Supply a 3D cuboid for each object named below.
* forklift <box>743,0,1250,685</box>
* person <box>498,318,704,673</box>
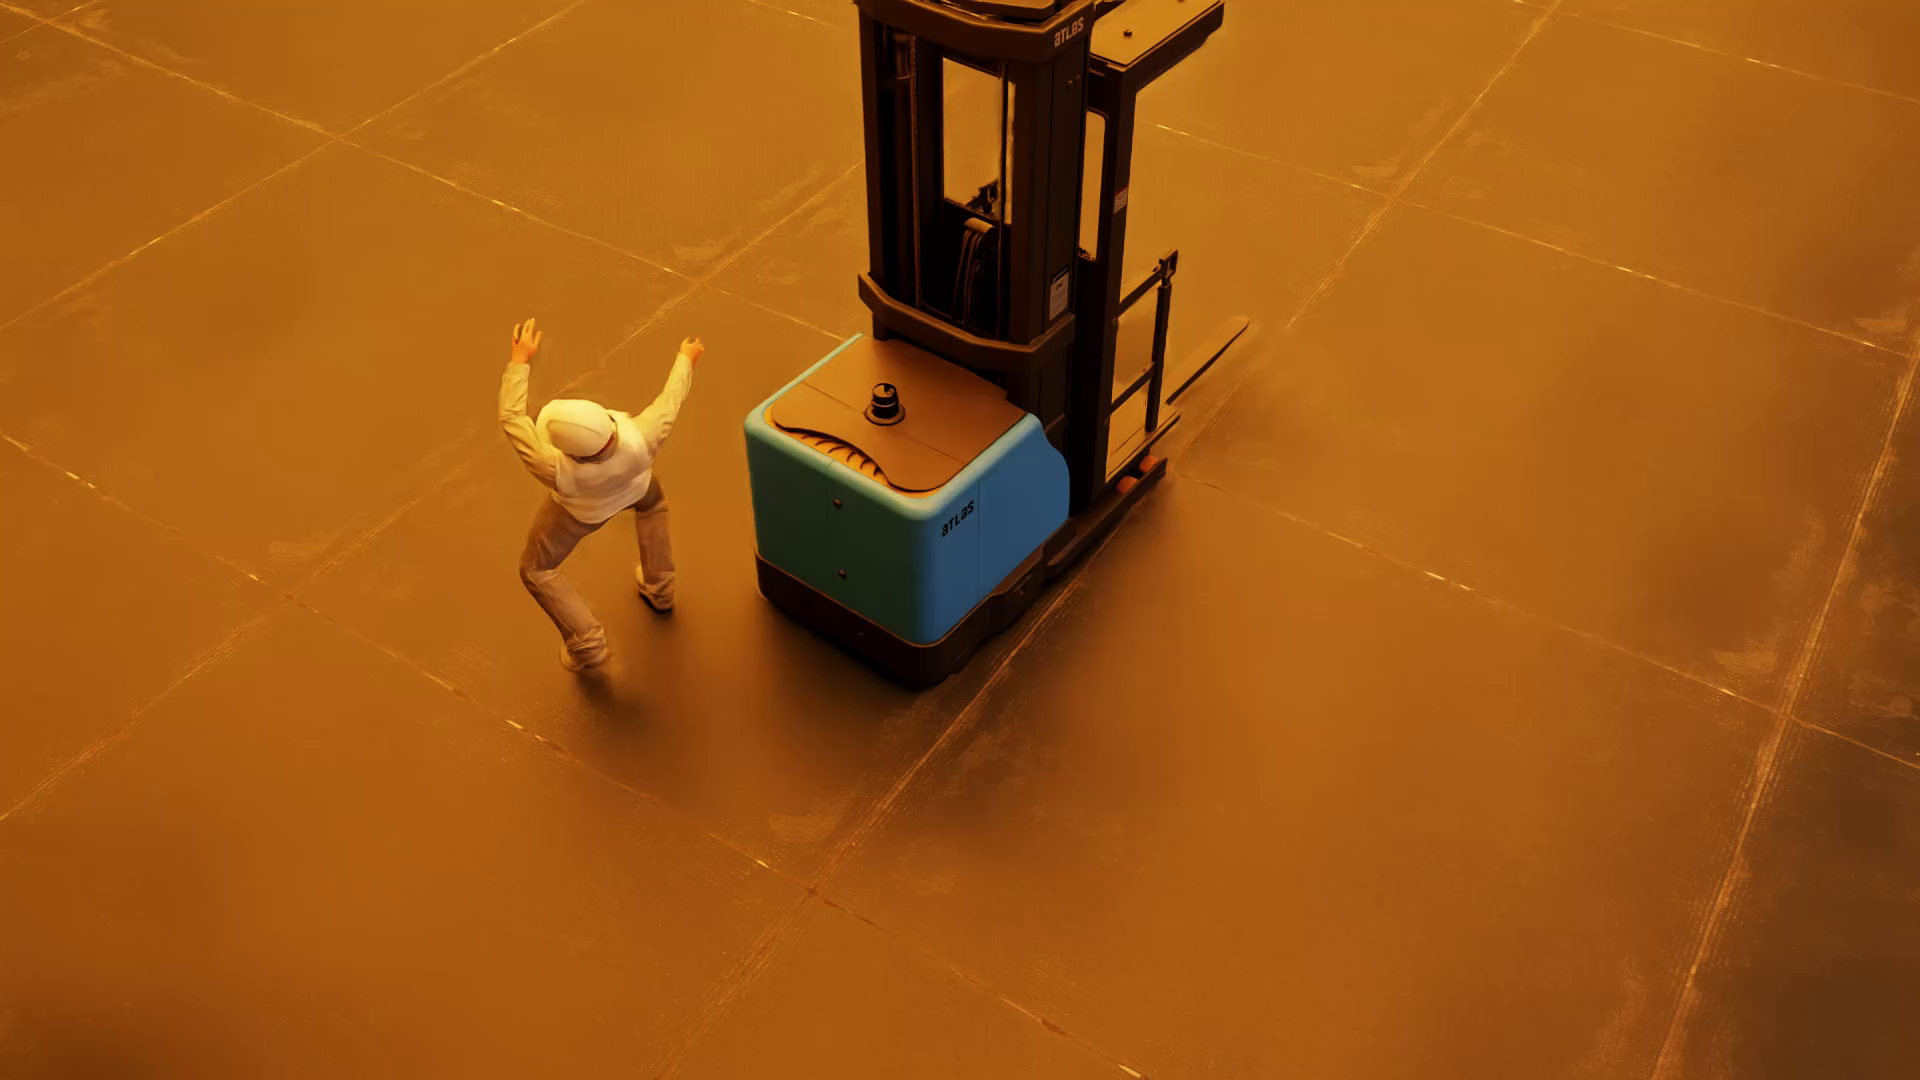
[{"bbox_3d":[0.367,-1.400,7.325,1.130,2.935,3.031,28,50,26],"label":"forklift"},{"bbox_3d":[-1.410,-0.250,7.120,1.063,1.502,0.704,-31,52,-29],"label":"person"}]
